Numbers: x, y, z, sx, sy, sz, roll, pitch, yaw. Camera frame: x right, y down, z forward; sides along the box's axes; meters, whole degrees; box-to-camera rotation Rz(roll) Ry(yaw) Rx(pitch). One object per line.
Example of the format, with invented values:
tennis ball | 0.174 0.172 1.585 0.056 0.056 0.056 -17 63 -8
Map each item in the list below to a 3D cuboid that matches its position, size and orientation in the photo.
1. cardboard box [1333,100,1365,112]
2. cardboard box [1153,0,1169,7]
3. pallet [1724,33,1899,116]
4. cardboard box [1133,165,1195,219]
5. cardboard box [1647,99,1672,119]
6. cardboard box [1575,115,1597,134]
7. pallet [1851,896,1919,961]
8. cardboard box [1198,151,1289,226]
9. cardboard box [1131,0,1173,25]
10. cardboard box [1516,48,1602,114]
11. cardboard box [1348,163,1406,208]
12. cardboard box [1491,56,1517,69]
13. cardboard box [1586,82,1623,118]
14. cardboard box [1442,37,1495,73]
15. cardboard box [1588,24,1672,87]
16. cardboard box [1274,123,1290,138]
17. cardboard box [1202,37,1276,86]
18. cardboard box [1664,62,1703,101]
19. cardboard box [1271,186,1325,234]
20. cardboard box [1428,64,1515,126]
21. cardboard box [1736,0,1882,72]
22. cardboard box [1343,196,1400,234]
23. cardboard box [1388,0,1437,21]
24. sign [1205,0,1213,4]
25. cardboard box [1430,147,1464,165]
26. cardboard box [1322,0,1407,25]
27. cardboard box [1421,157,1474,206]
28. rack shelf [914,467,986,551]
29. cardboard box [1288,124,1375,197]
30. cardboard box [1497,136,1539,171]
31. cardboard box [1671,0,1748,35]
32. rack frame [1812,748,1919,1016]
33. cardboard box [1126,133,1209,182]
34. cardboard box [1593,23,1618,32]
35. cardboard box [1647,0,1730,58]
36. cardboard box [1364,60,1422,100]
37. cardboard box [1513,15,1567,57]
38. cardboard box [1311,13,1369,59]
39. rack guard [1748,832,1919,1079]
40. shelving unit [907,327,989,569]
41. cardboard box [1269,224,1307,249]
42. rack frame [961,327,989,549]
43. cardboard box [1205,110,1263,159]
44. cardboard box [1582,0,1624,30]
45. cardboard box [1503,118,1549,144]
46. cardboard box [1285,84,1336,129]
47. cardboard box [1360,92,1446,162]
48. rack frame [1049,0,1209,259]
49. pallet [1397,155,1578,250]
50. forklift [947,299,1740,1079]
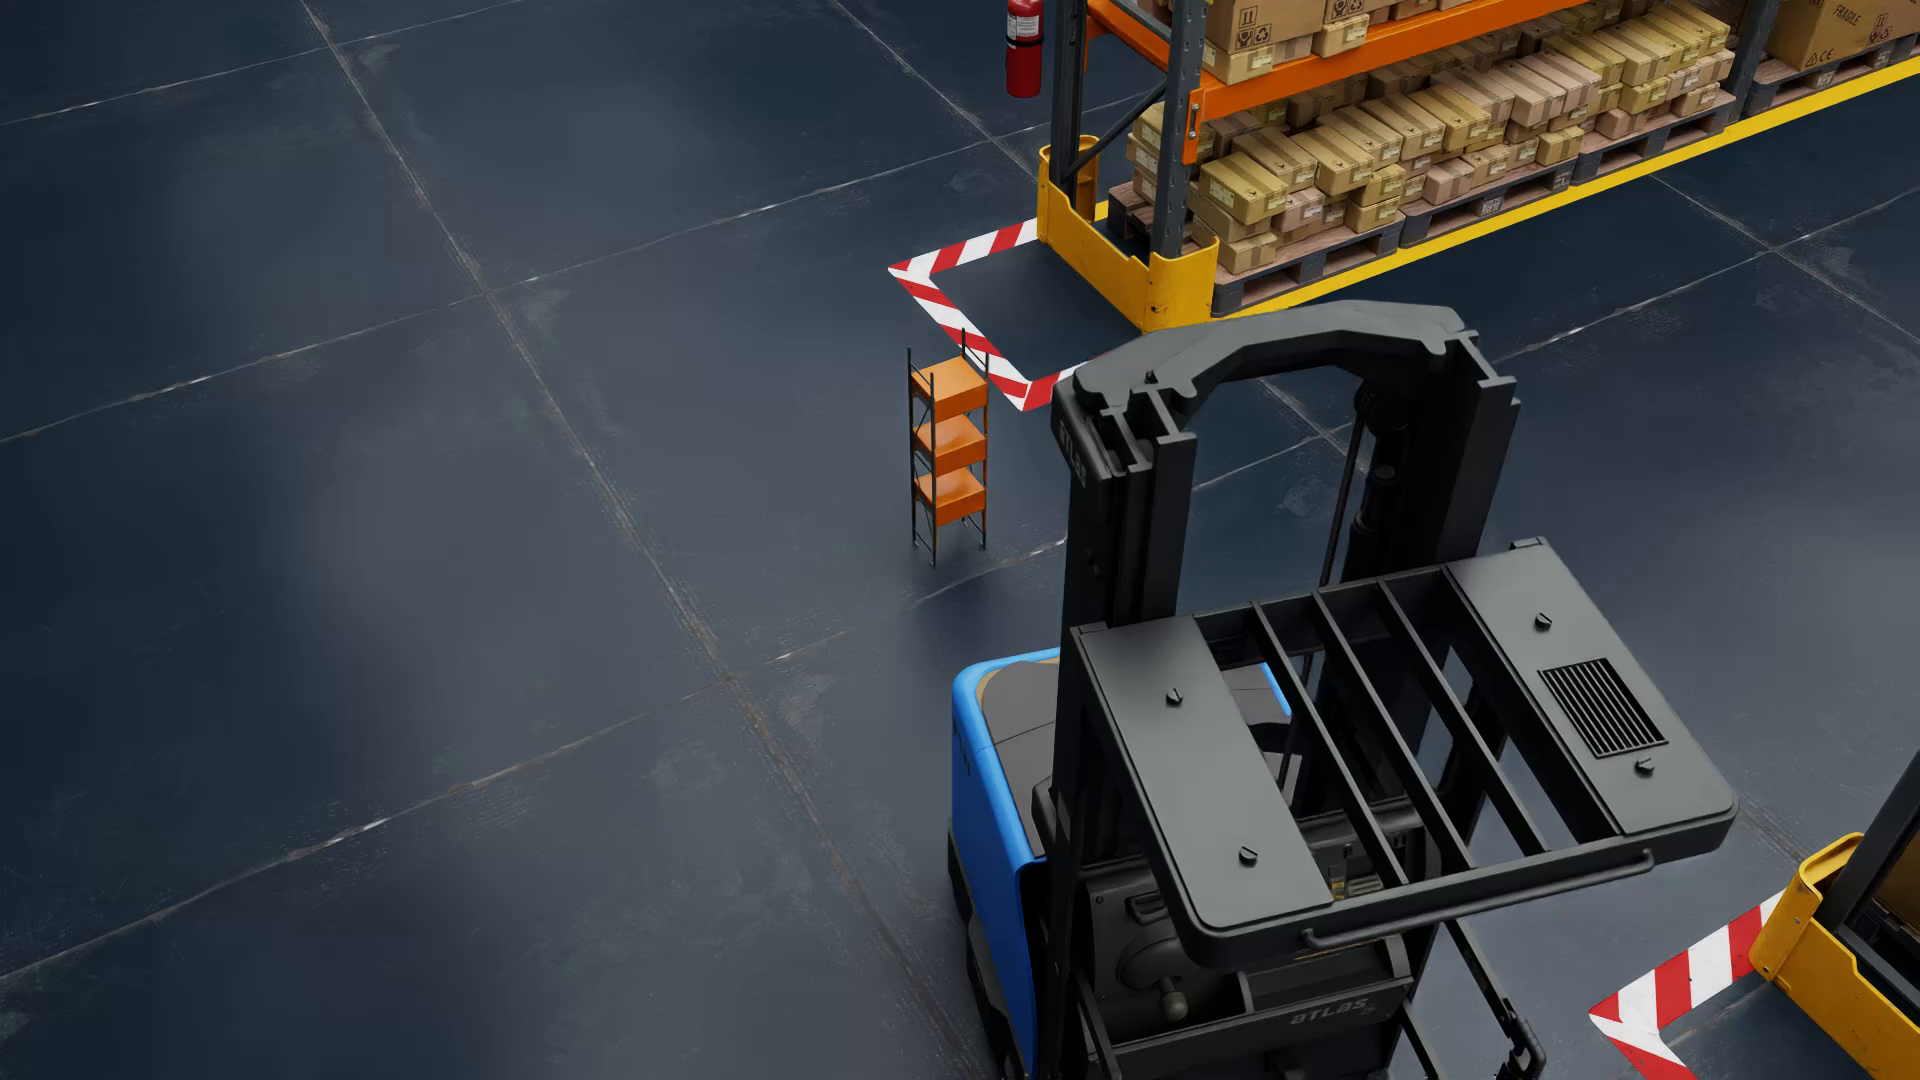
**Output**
cardboard box | 1.964 -2.357 8.986 0.250 0.149 0.380 -21 48 -20
cardboard box | 1.018 -2.852 7.679 0.500 0.500 0.500 -21 48 -20
pallet | 4.899 -3.057 10.177 1.213 0.211 1.003 -22 48 -21
cardboard box | 1.109 -1.835 8.662 0.250 0.149 0.380 -21 48 -20
cardboard box | 3.788 -2.532 9.381 0.250 0.149 0.380 -21 48 -20
cardboard box | 3.302 -2.384 9.227 0.250 0.149 0.380 -23 49 -22
pallet | 3.794 1.308 5.680 1.213 0.211 1.003 -22 48 -21
cardboard box | 1.380 -1.716 8.112 0.250 0.149 0.380 -24 49 -23
cardboard box | 0.898 -2.592 7.877 0.250 0.149 0.380 -22 48 -21
cardboard box | 3.179 -2.451 8.869 0.250 0.149 0.380 -24 49 -23
cardboard box | 2.049 -1.882 8.497 0.250 0.149 0.380 -20 48 -20
cardboard box | 2.897 -2.667 9.305 0.250 0.149 0.380 -20 47 -19
cardboard box | 3.392 -2.487 9.120 0.250 0.149 0.380 -21 48 -21
cardboard box | 2.689 -2.668 9.093 0.250 0.149 0.380 -24 49 -23
cardboard box | 3.632 -2.644 9.068 0.250 0.149 0.380 -22 48 -21
cardboard box | 1.522 -2.170 8.793 0.250 0.149 0.380 -24 49 -23
cardboard box | 1.201 -2.223 7.496 0.250 0.149 0.380 -22 48 -21
cardboard box | 3.882 -2.618 9.255 0.250 0.149 0.380 -24 49 -23
cardboard box | 1.604 -1.721 8.330 0.250 0.149 0.380 -22 48 -21
cardboard box | 2.682 -2.330 8.745 0.250 0.149 0.380 -22 48 -21
cardboard box | 4.998 -3.136 9.750 0.500 0.500 0.500 -20 48 -19
cardboard box | 2.045 -1.768 8.592 0.250 0.149 0.380 -21 48 -20
cardboard box | 2.065 -2.649 7.936 0.250 0.149 0.380 -22 48 -21
sign | 1.027 -2.382 6.858 0.005 0.325 0.100 -22 48 -21
cardboard box | 2.446 -2.151 8.774 0.250 0.149 0.380 -19 47 -19
cardboard box | 1.735 -2.731 7.554 0.500 0.500 0.500 -22 48 -21
cardboard box | 2.478 -1.948 8.778 0.250 0.149 0.380 -24 49 -23
rack shelf | -0.046 -0.151 6.996 0.240 0.259 0.215 -22 48 -21
cardboard box | 1.841 -1.895 8.296 0.250 0.149 0.380 -22 48 -21
cardboard box | 2.897 -2.163 9.000 0.250 0.149 0.380 -21 48 -20
cardboard box | 4.741 -3.449 10.073 0.500 0.500 0.500 -23 49 -22
rack frame | 3.140 0.632 4.375 0.127 3.000 1.000 -22 48 -21
cardboard box | 1.072 -1.988 8.606 0.250 0.149 0.380 -23 49 -22
cardboard box | 3.576 -2.946 9.593 0.250 0.149 0.380 -21 48 -21
cardboard box | 4.046 -2.847 9.277 0.250 0.149 0.380 -20 48 -20
cardboard box | 2.242 -2.498 8.918 0.250 0.149 0.380 -23 49 -22
cardboard box | 3.145 -2.851 9.282 0.250 0.149 0.380 -23 49 -22
cardboard box | 1.661 -2.397 7.676 0.250 0.149 0.380 -23 49 -22
rack guard | 3.119 1.537 5.237 0.348 0.500 1.175 -22 48 -21
shelving unit | -0.046 -0.358 6.795 0.252 1.050 0.215 -22 48 -21
cardboard box | 1.556 -1.655 8.476 0.250 0.149 0.380 -22 48 -21
rack frame | 0.059 -0.401 6.838 0.008 1.050 0.200 -22 48 -21
cardboard box | 1.336 -2.129 8.537 0.250 0.149 0.380 -21 48 -20
cardboard box | 3.555 -3.073 9.511 0.250 0.149 0.380 -20 47 -19
cardboard box | 2.938 -2.306 8.933 0.250 0.149 0.380 -24 49 -23
cardboard box | 1.753 -2.347 8.762 0.250 0.149 0.380 -24 49 -22
cardboard box | 2.260 -2.121 8.530 0.250 0.149 0.380 -20 48 -19
rack frame | 0.757 -2.398 7.497 0.127 3.000 1.000 -22 48 -21
pallet | 2.601 -2.105 9.197 1.213 0.211 1.003 -22 48 -21
forklift | 0.826 1.028 4.016 1.130 2.935 3.031 -10 45 -10
